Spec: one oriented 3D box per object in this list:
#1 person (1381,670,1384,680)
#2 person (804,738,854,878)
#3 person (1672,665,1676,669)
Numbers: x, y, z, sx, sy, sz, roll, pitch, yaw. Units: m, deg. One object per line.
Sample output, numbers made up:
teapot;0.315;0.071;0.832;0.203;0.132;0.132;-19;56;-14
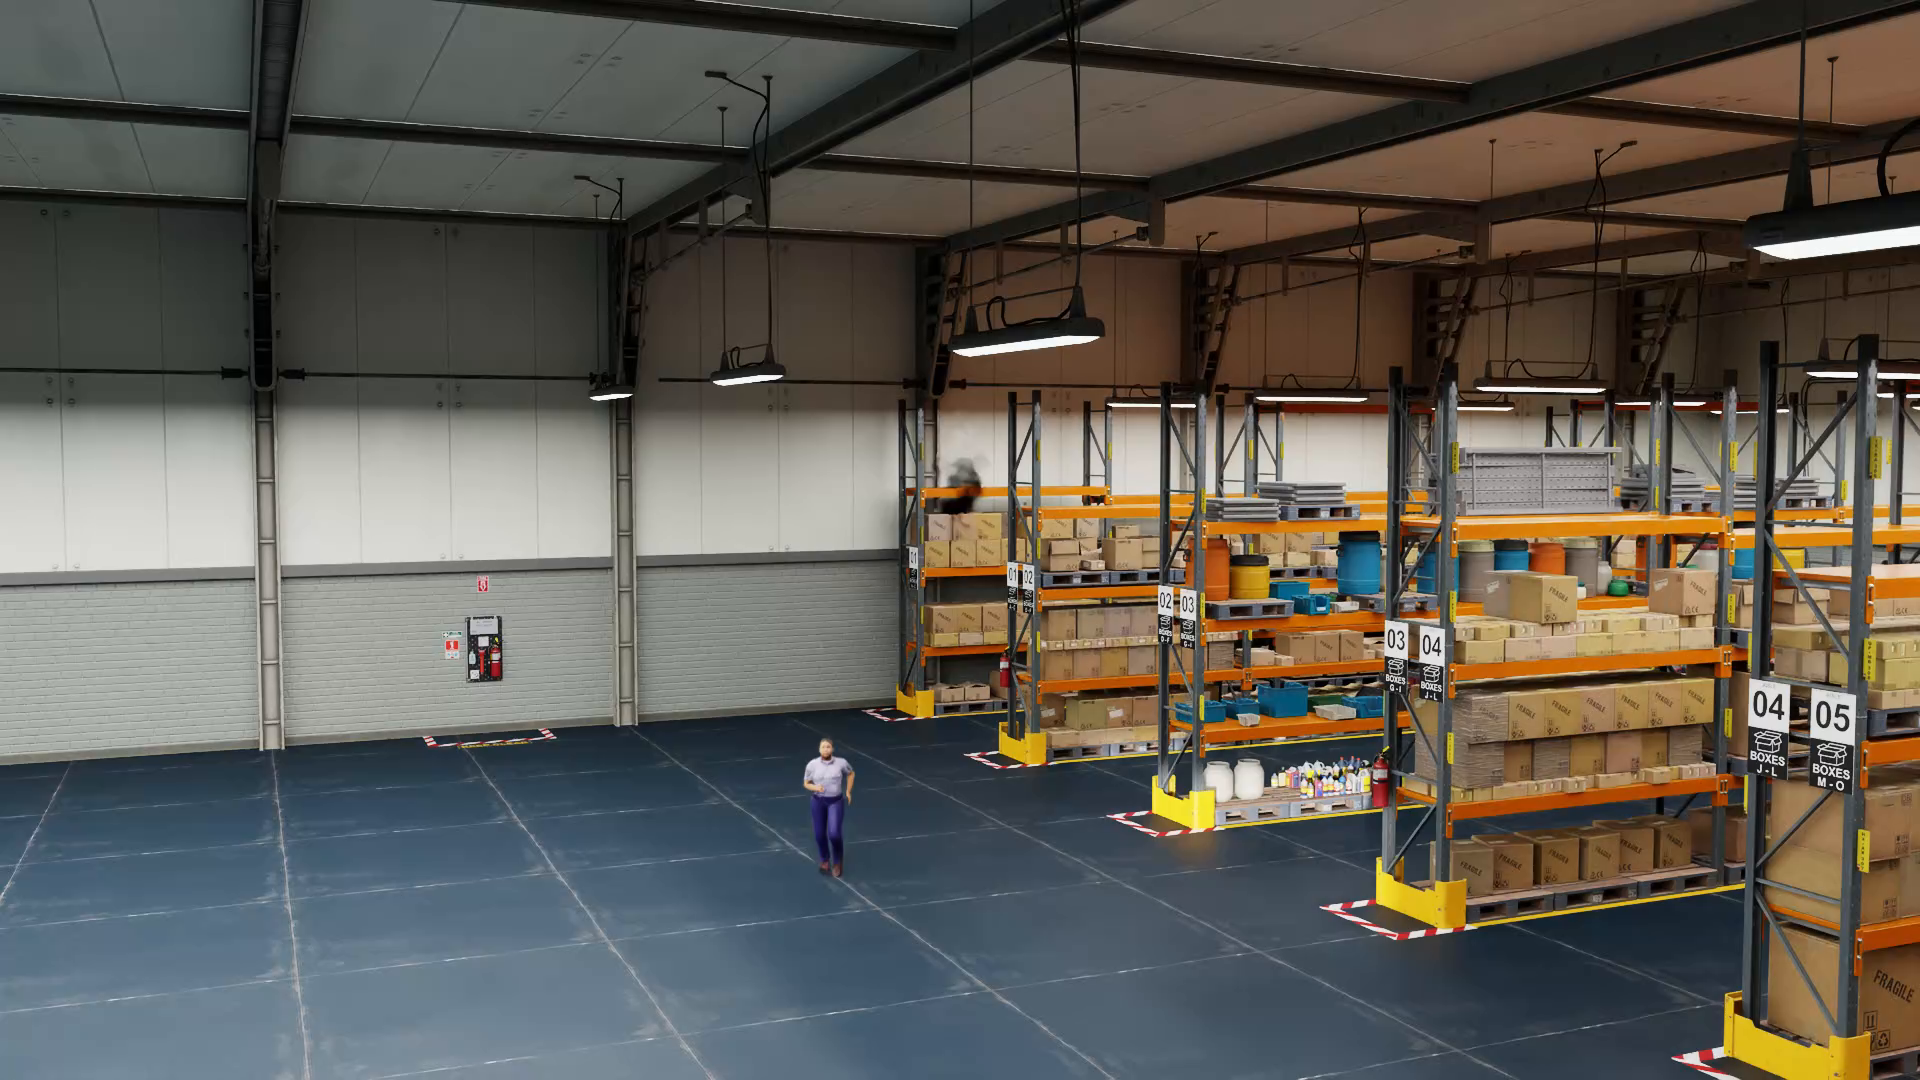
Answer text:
person;8.633;2.435;33.249;0.627;1.554;0.515;-2;4;-36
person;-1.571;3.195;19.806;0.578;1.654;0.688;0;3;3
person;12.433;2.601;29.663;0.867;1.640;0.577;-2;4;-35
